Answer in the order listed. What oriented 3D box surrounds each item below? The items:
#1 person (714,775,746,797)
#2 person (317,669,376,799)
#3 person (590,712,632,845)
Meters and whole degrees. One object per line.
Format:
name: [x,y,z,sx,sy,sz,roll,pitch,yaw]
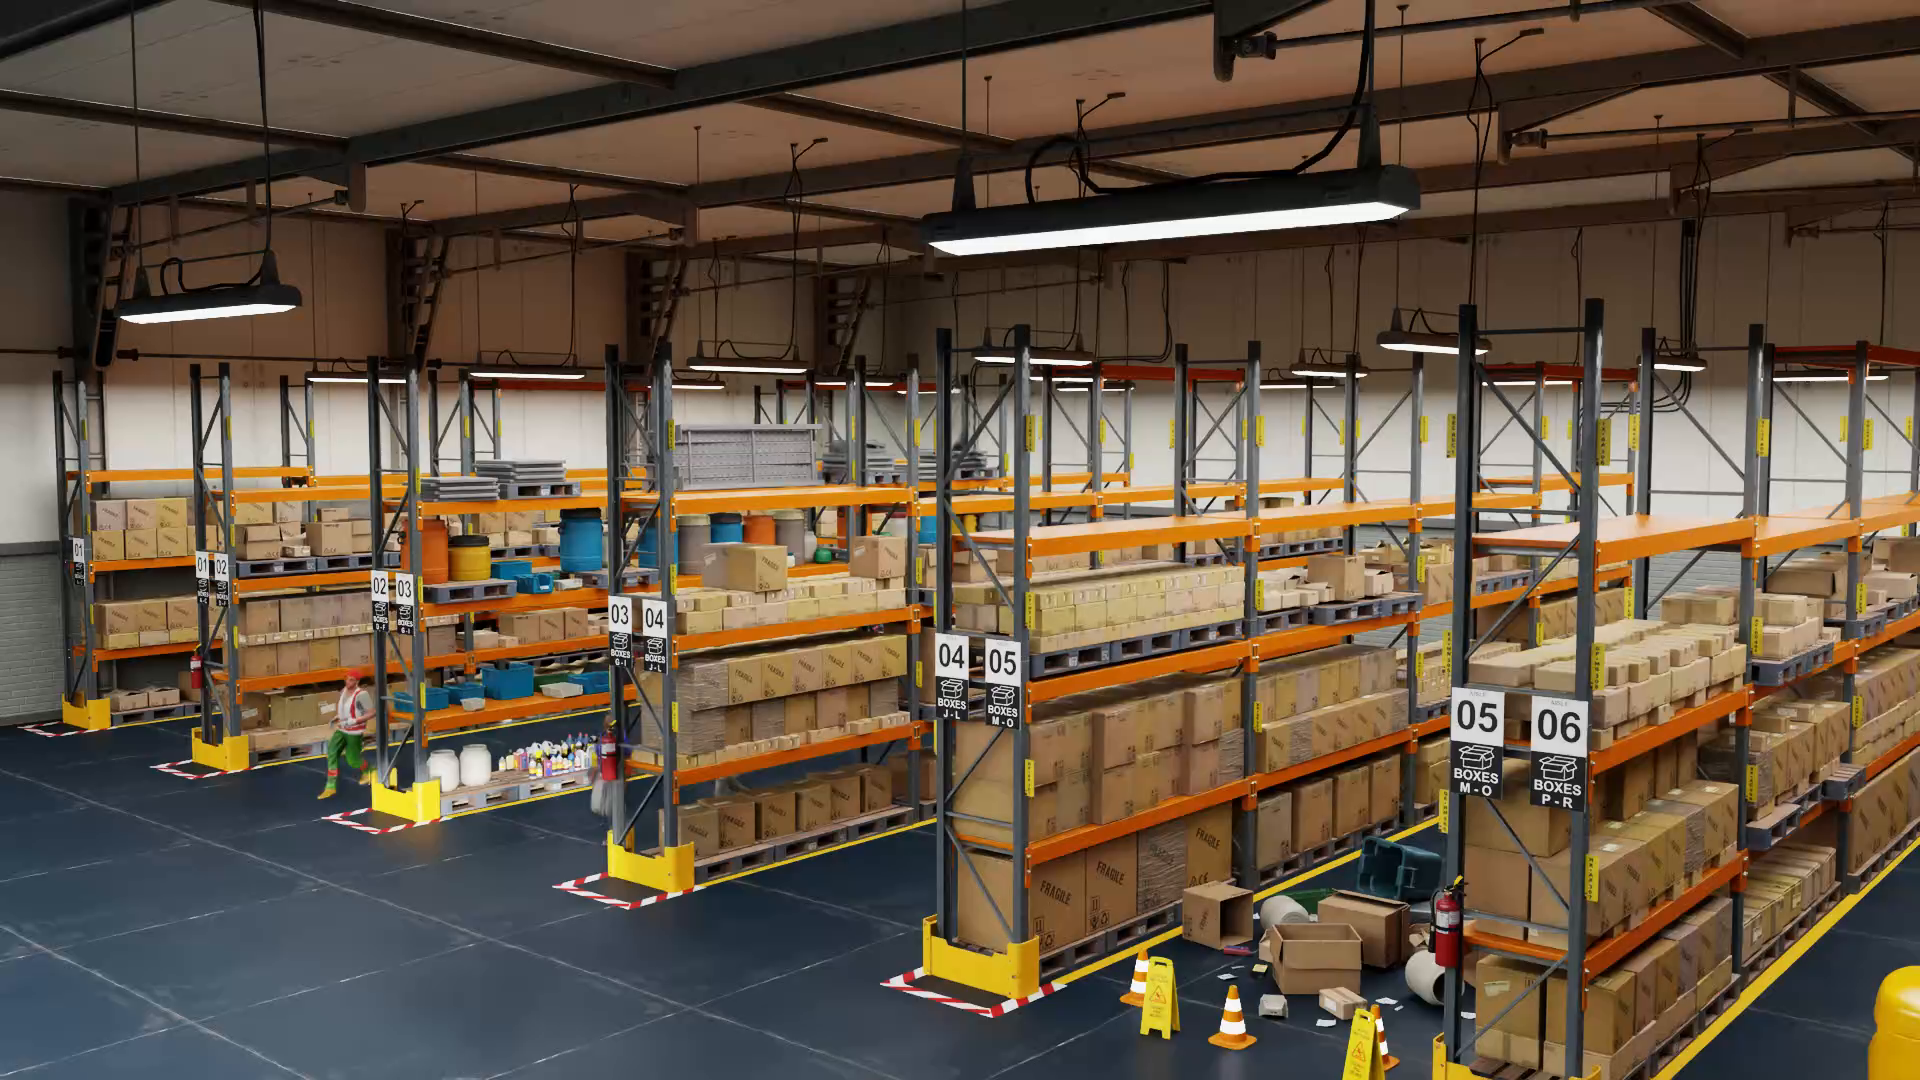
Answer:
person: [-3.060,2.704,21.491,0.695,1.771,0.962,3,5,34]
person: [-8.358,2.637,22.901,0.709,1.768,0.919,2,5,24]
person: [-4.264,2.904,20.285,0.575,1.611,0.559,2,5,28]
